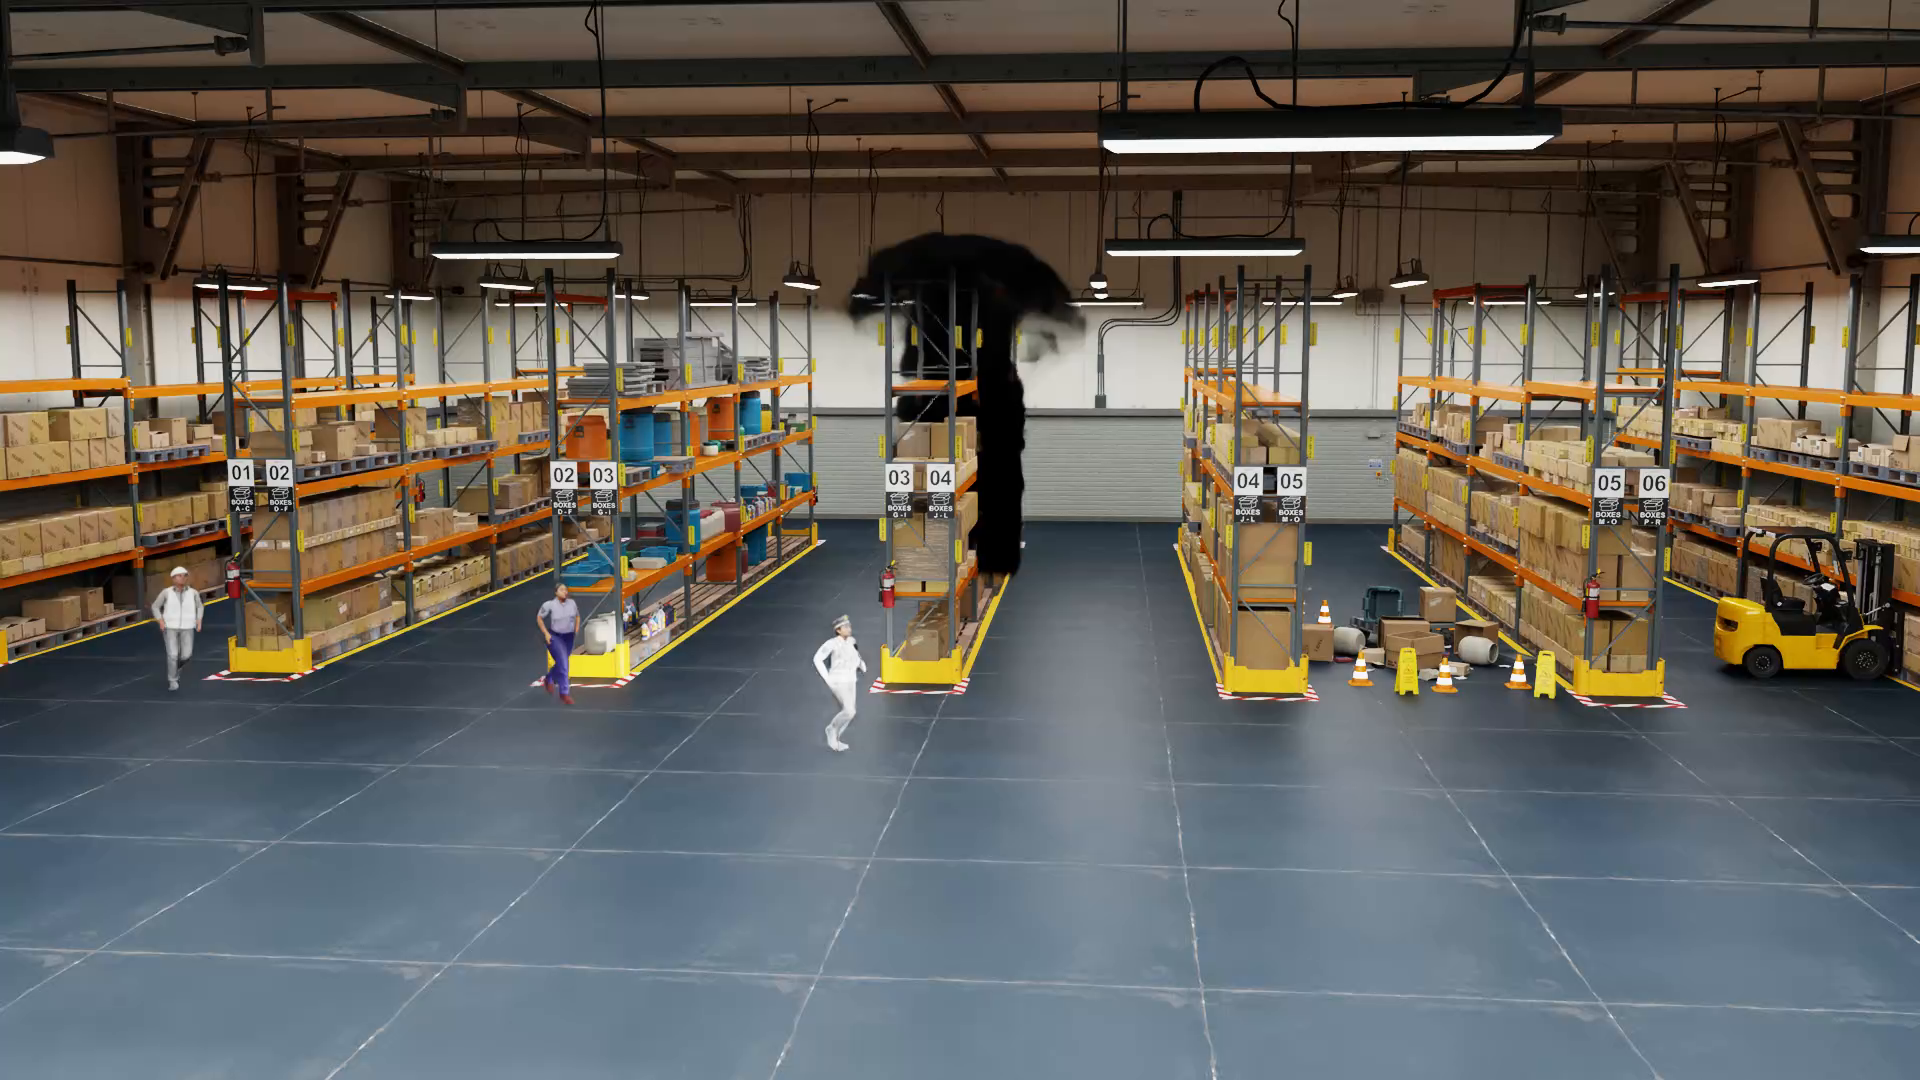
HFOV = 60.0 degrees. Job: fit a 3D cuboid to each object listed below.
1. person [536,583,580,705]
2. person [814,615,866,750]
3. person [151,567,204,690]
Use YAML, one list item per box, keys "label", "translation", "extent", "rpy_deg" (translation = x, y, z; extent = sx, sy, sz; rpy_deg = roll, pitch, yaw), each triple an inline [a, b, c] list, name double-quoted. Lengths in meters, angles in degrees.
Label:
- label: "person"
  translation: [-5.530, 1.395, 23.016]
  extent: [0.835, 1.647, 0.603]
  rpy_deg: [7, 10, 43]
- label: "person"
  translation: [-1.393, 1.728, 20.105]
  extent: [0.532, 1.666, 0.667]
  rpy_deg: [6, 9, 39]
- label: "person"
  translation: [-11.216, 1.261, 23.912]
  extent: [0.699, 1.732, 0.485]
  rpy_deg: [-5, 8, -33]
